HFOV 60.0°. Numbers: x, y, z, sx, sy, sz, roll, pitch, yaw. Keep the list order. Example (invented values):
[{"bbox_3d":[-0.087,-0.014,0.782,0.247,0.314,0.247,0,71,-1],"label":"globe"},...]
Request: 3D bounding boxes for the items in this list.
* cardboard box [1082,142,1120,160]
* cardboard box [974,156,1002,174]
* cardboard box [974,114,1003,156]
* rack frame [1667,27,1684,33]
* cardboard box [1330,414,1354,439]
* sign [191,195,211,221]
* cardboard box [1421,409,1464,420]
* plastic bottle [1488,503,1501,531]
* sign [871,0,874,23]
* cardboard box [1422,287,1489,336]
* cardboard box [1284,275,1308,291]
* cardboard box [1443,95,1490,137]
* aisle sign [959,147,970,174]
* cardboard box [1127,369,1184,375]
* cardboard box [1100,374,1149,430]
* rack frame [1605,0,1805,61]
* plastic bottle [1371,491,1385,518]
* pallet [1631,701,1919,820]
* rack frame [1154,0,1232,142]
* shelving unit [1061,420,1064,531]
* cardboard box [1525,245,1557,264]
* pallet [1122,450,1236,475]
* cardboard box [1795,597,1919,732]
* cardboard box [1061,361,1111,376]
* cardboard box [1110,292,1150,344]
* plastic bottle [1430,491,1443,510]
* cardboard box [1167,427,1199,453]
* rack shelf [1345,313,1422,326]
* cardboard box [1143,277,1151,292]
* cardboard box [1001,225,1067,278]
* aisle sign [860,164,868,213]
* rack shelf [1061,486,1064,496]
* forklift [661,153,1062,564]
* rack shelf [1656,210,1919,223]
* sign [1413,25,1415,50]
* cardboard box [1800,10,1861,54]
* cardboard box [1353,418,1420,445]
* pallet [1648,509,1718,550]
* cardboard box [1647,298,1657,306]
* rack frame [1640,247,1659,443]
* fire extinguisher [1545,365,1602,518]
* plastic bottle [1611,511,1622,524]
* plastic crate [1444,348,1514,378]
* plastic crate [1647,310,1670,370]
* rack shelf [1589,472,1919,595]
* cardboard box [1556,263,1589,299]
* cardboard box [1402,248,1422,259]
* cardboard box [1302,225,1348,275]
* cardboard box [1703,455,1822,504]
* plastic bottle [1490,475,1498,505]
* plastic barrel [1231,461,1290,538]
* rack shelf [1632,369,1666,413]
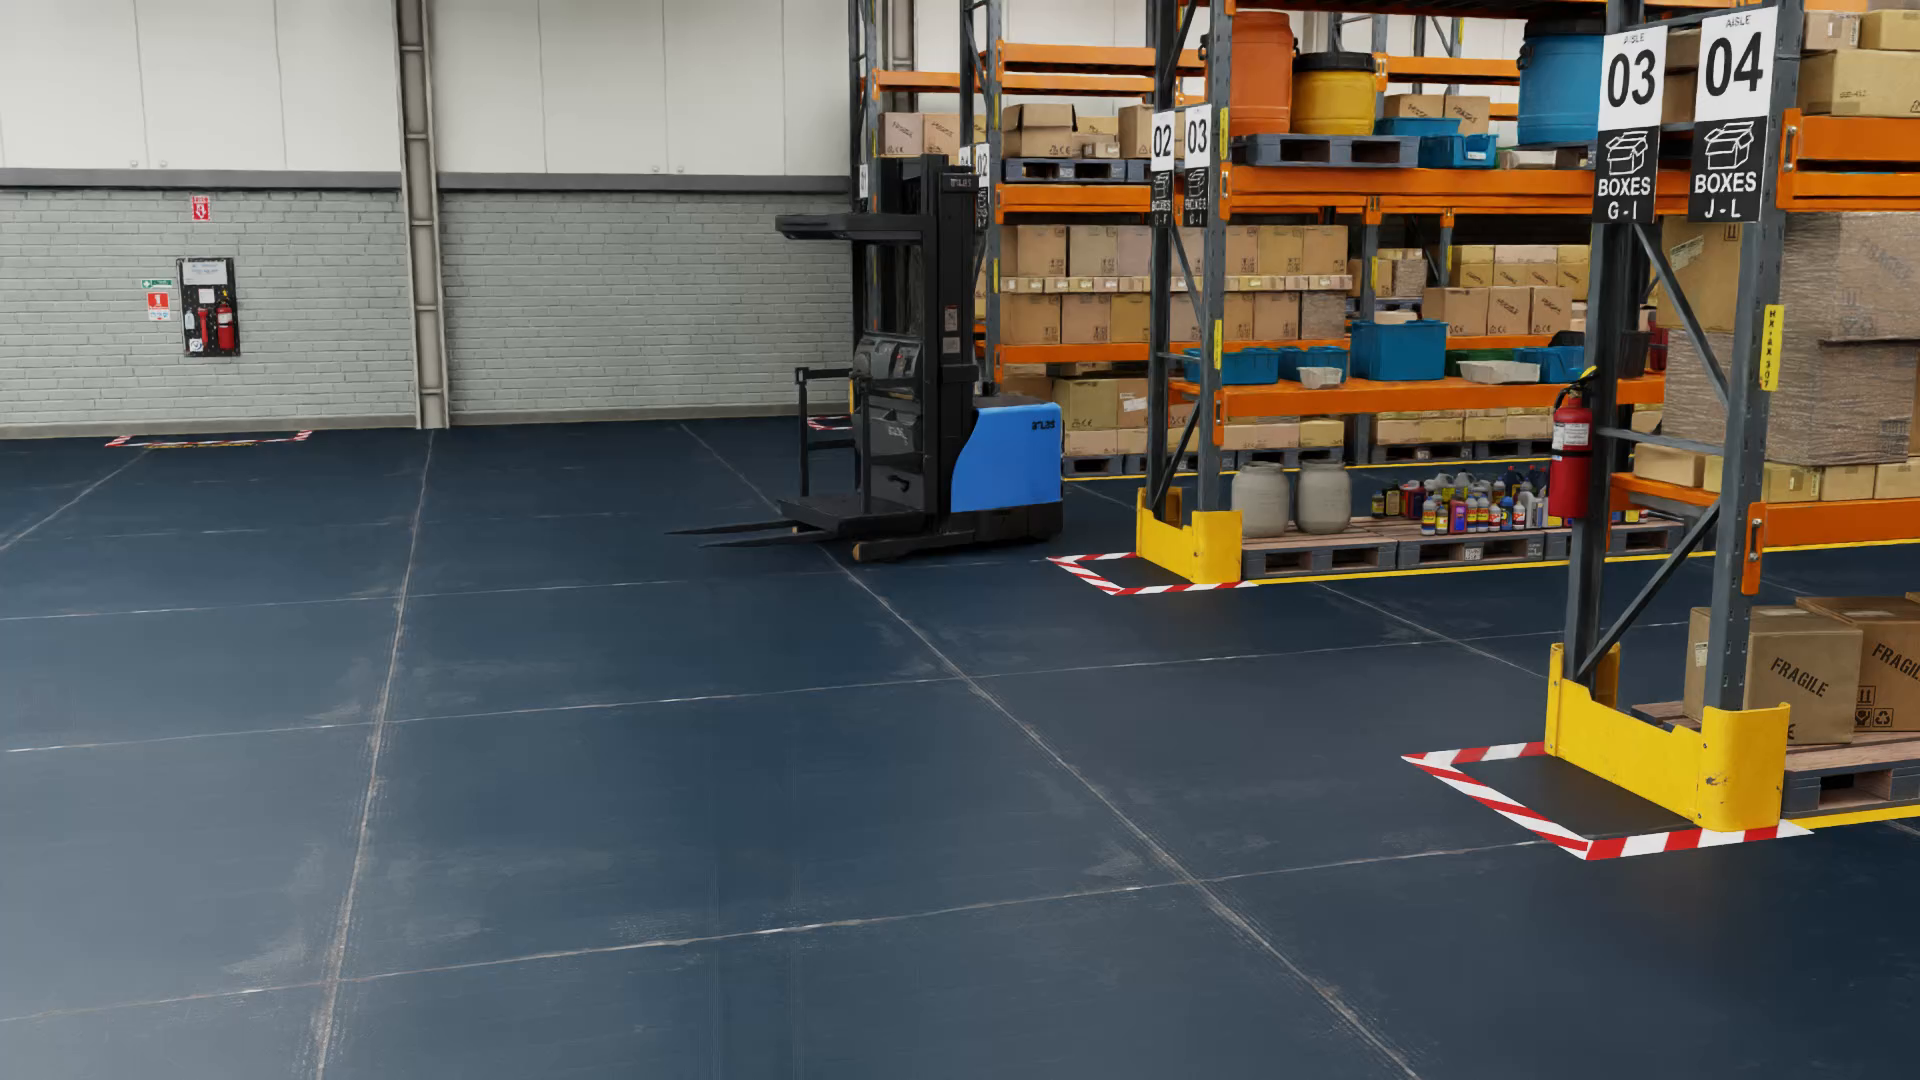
[{"bbox_3d":[1.368,-3.784,16.177,0.250,0.149,0.380,-3,11,-16],"label":"cardboard box"},{"bbox_3d":[0.215,-4.544,20.830,0.500,0.500,0.500,-2,11,-13],"label":"cardboard box"},{"bbox_3d":[0.224,-5.036,20.741,0.500,0.500,0.500,-3,11,-14],"label":"cardboard box"},{"bbox_3d":[10.323,-6.546,23.751,0.127,3.000,1.000,-3,11,-16],"label":"rack frame"},{"bbox_3d":[4.347,-1.256,18.017,0.500,0.250,0.500,-3,11,-16],"label":"cardboard box"},{"bbox_3d":[-8.948,-3.909,19.595,0.199,0.298,0.001,-3,11,-16],"label":"sign"},{"bbox_3d":[4.979,-1.462,17.590,0.500,0.311,0.500,-3,11,-17],"label":"cardboard box"},{"bbox_3d":[3.918,-0.172,12.208,0.097,0.201,0.097,0,10,0],"label":"plastic bottle"},{"bbox_3d":[-1.047,-6.343,19.849,0.005,0.325,0.100,-3,11,-16],"label":"sign"},{"bbox_3d":[5.278,-2.442,17.750,0.500,0.500,0.500,-2,11,-12],"label":"cardboard box"},{"bbox_3d":[3.340,-2.621,16.934,0.250,0.149,0.380,-3,11,-18],"label":"cardboard box"},{"bbox_3d":[5.174,-4.364,17.366,0.500,0.500,0.500,-2,11,-10],"label":"cardboard box"},{"bbox_3d":[0.044,-3.454,16.343,0.004,0.787,0.394,-3,11,-16],"label":"aisle sign"},{"bbox_3d":[2.058,-1.508,17.316,0.500,0.500,0.500,-3,11,-16],"label":"cardboard box"},{"bbox_3d":[1.723,-1.392,16.689,0.500,0.500,0.500,-3,11,-16],"label":"cardboard box"},{"bbox_3d":[2.955,-3.356,6.421,0.127,3.000,1.000,-3,11,-16],"label":"rack frame"},{"bbox_3d":[3.211,-0.276,12.773,0.097,0.201,0.097,0,10,0],"label":"plastic bottle"},{"bbox_3d":[3.818,0.927,7.427,1.213,0.211,1.003,-3,11,-16],"label":"pallet"},{"bbox_3d":[1.570,-4.217,11.098,0.127,3.000,1.000,-3,11,-16],"label":"rack frame"},{"bbox_3d":[0.680,-0.523,13.403,0.210,0.900,0.258,-6,12,-32],"label":"shelving unit"},{"bbox_3d":[7.985,-3.999,23.260,0.500,0.250,0.500,-3,11,-16],"label":"cardboard box"},{"bbox_3d":[2.081,-0.863,17.153,1.213,0.211,1.003,-3,11,-16],"label":"pallet"},{"bbox_3d":[4.123,0.552,7.505,0.500,0.500,0.500,0,10,-1],"label":"cardboard box"},{"bbox_3d":[1.657,-2.119,21.959,0.500,0.500,0.500,-4,11,-20],"label":"cardboard box"},{"bbox_3d":[1.622,-2.250,16.706,0.500,0.500,0.700,-3,11,-16],"label":"cardboard box"},{"bbox_3d":[3.647,-0.270,12.742,0.097,0.201,0.097,0,10,0],"label":"plastic bottle"},{"bbox_3d":[2.207,-1.046,16.878,0.500,0.250,0.500,-3,11,-16],"label":"cardboard box"},{"bbox_3d":[4.562,-2.938,22.710,4.000,0.370,1.077,-3,11,-16],"label":"rack shelf"},{"bbox_3d":[1.862,-2.544,16.512,0.250,0.149,0.380,-3,11,-17],"label":"cardboard box"},{"bbox_3d":[0.692,-2.839,16.324,0.500,0.500,0.700,-3,11,-16],"label":"cardboard box"},{"bbox_3d":[-1.184,-4.211,20.458,0.004,0.787,0.394,-3,11,-16],"label":"aisle sign"},{"bbox_3d":[0.680,-0.402,13.426,0.200,0.077,0.258,-6,12,-32],"label":"rack shelf"},{"bbox_3d":[-0.720,-1.373,12.411,3.031,2.935,1.130,-6,12,-32],"label":"forklift"},{"bbox_3d":[12.243,-4.819,24.638,4.000,0.370,1.077,-3,11,-16],"label":"rack shelf"},{"bbox_3d":[6.324,-6.977,23.076,0.005,0.325,0.100,-3,11,-16],"label":"sign"},{"bbox_3d":[3.284,-1.977,6.527,0.250,0.149,0.380,-3,11,-16],"label":"cardboard box"},{"bbox_3d":[4.487,-1.162,17.507,0.500,0.250,0.500,-3,11,-17],"label":"cardboard box"},{"bbox_3d":[6.154,-0.144,13.245,1.213,0.211,1.003,-3,11,-16],"label":"pallet"},{"bbox_3d":[9.842,-3.399,23.864,0.250,0.149,0.380,-3,11,-15],"label":"cardboard box"},{"bbox_3d":[7.871,-2.533,18.518,0.127,3.000,1.000,-3,11,-16],"label":"rack frame"},{"bbox_3d":[2.716,-0.442,7.375,0.183,0.674,0.296,-3,11,-16],"label":"fire extinguisher"},{"bbox_3d":[4.873,-0.300,12.491,0.185,0.351,0.144,-3,11,-17],"label":"plastic bottle"},{"bbox_3d":[4.029,-1.345,12.653,0.662,0.188,0.450,-3,11,-16],"label":"plastic crate"},{"bbox_3d":[5.790,-1.578,13.157,0.583,0.464,0.402,-3,11,-16],"label":"plastic crate"},{"bbox_3d":[4.875,-0.153,7.579,4.000,0.370,1.077,-3,11,-16],"label":"rack shelf"},{"bbox_3d":[8.500,-3.656,23.470,0.500,0.500,0.500,-3,11,-14],"label":"cardboard box"},{"bbox_3d":[6.160,-3.955,22.964,0.250,0.149,0.380,-5,11,-23],"label":"cardboard box"},{"bbox_3d":[3.606,-2.994,17.164,0.500,0.500,0.700,-3,11,-16],"label":"cardboard box"},{"bbox_3d":[3.295,-0.255,6.840,0.250,0.149,0.380,-3,11,-16],"label":"cardboard box"},{"bbox_3d":[4.168,-0.370,13.059,0.133,0.283,0.061,-3,11,-13],"label":"plastic bottle"},{"bbox_3d":[2.181,-0.296,12.081,0.421,0.512,0.421,0,10,0],"label":"plastic barrel"},{"bbox_3d":[7.331,-1.216,13.355,4.000,0.370,1.077,-3,11,-16],"label":"rack shelf"}]
